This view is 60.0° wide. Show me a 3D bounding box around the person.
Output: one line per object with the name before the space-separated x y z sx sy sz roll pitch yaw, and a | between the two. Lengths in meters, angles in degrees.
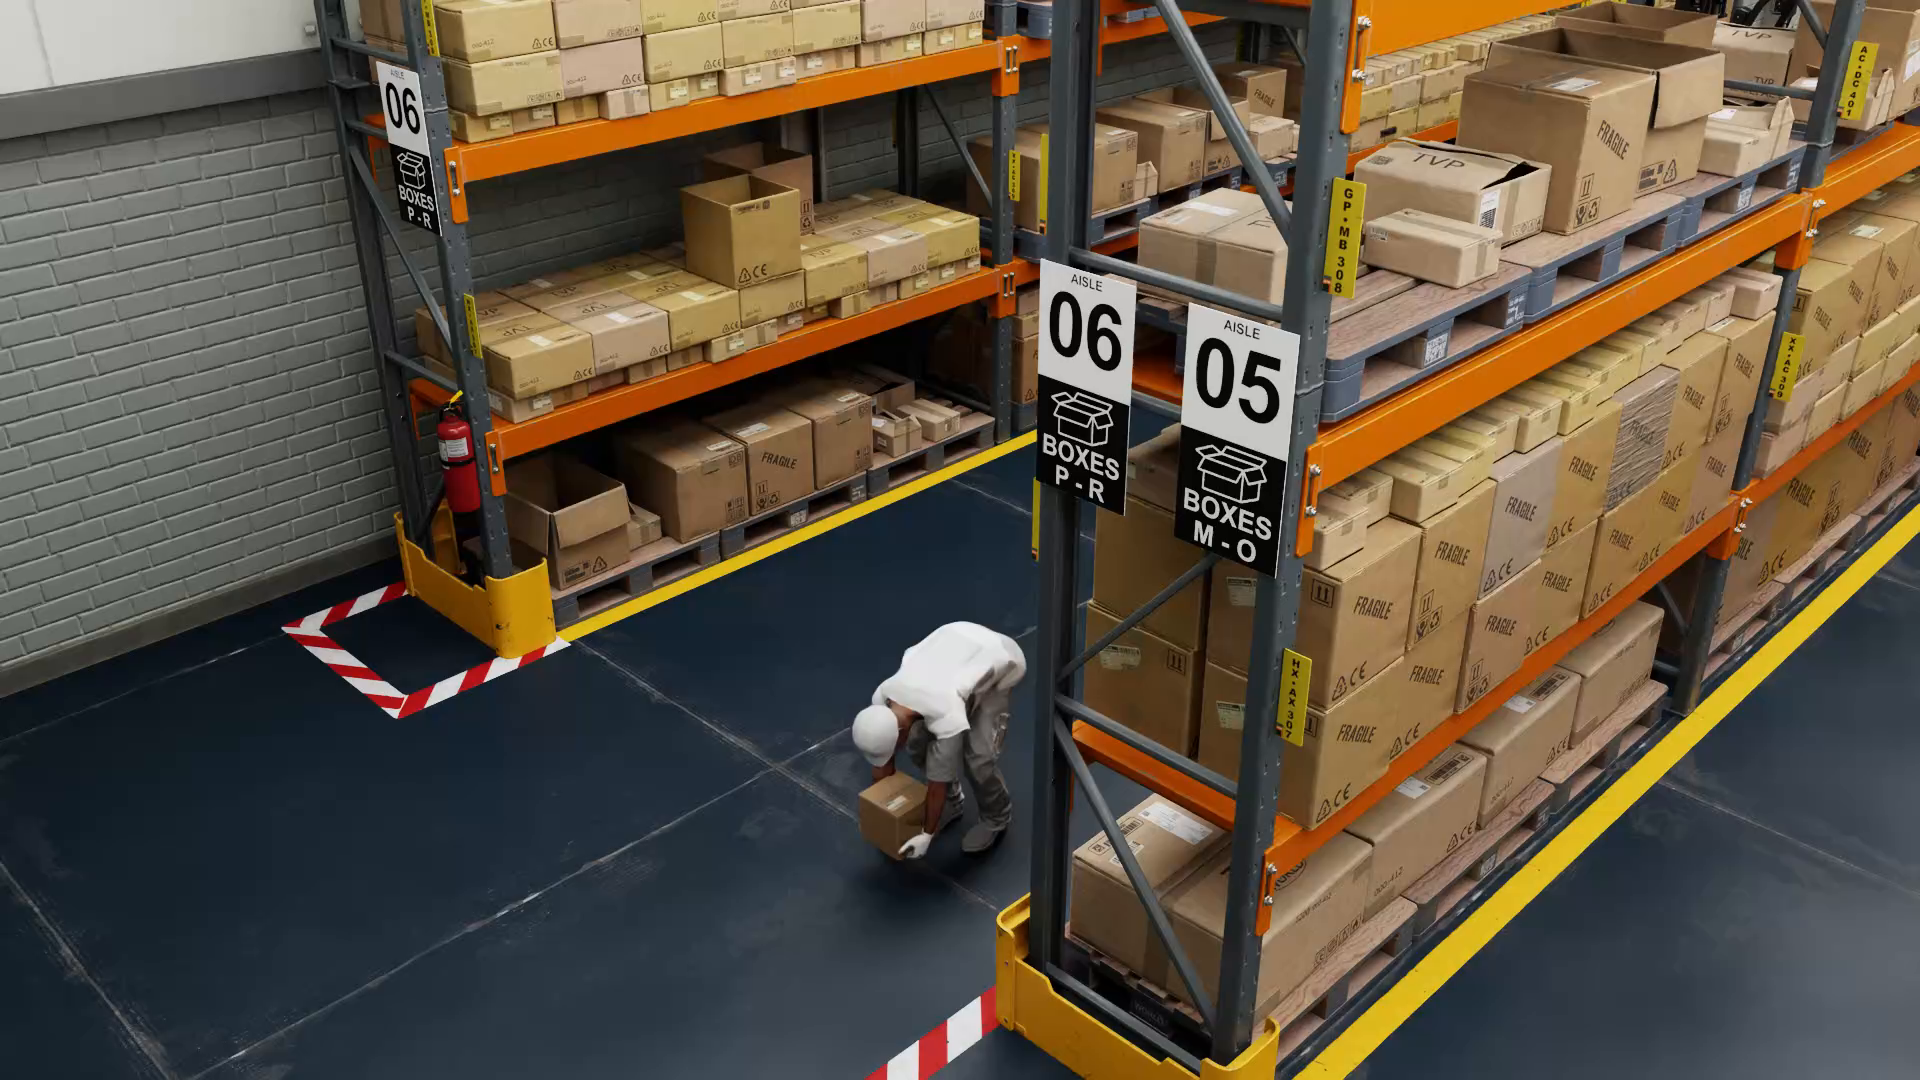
person | -0.109 0.964 7.522 0.504 1.063 0.991 21 34 35
